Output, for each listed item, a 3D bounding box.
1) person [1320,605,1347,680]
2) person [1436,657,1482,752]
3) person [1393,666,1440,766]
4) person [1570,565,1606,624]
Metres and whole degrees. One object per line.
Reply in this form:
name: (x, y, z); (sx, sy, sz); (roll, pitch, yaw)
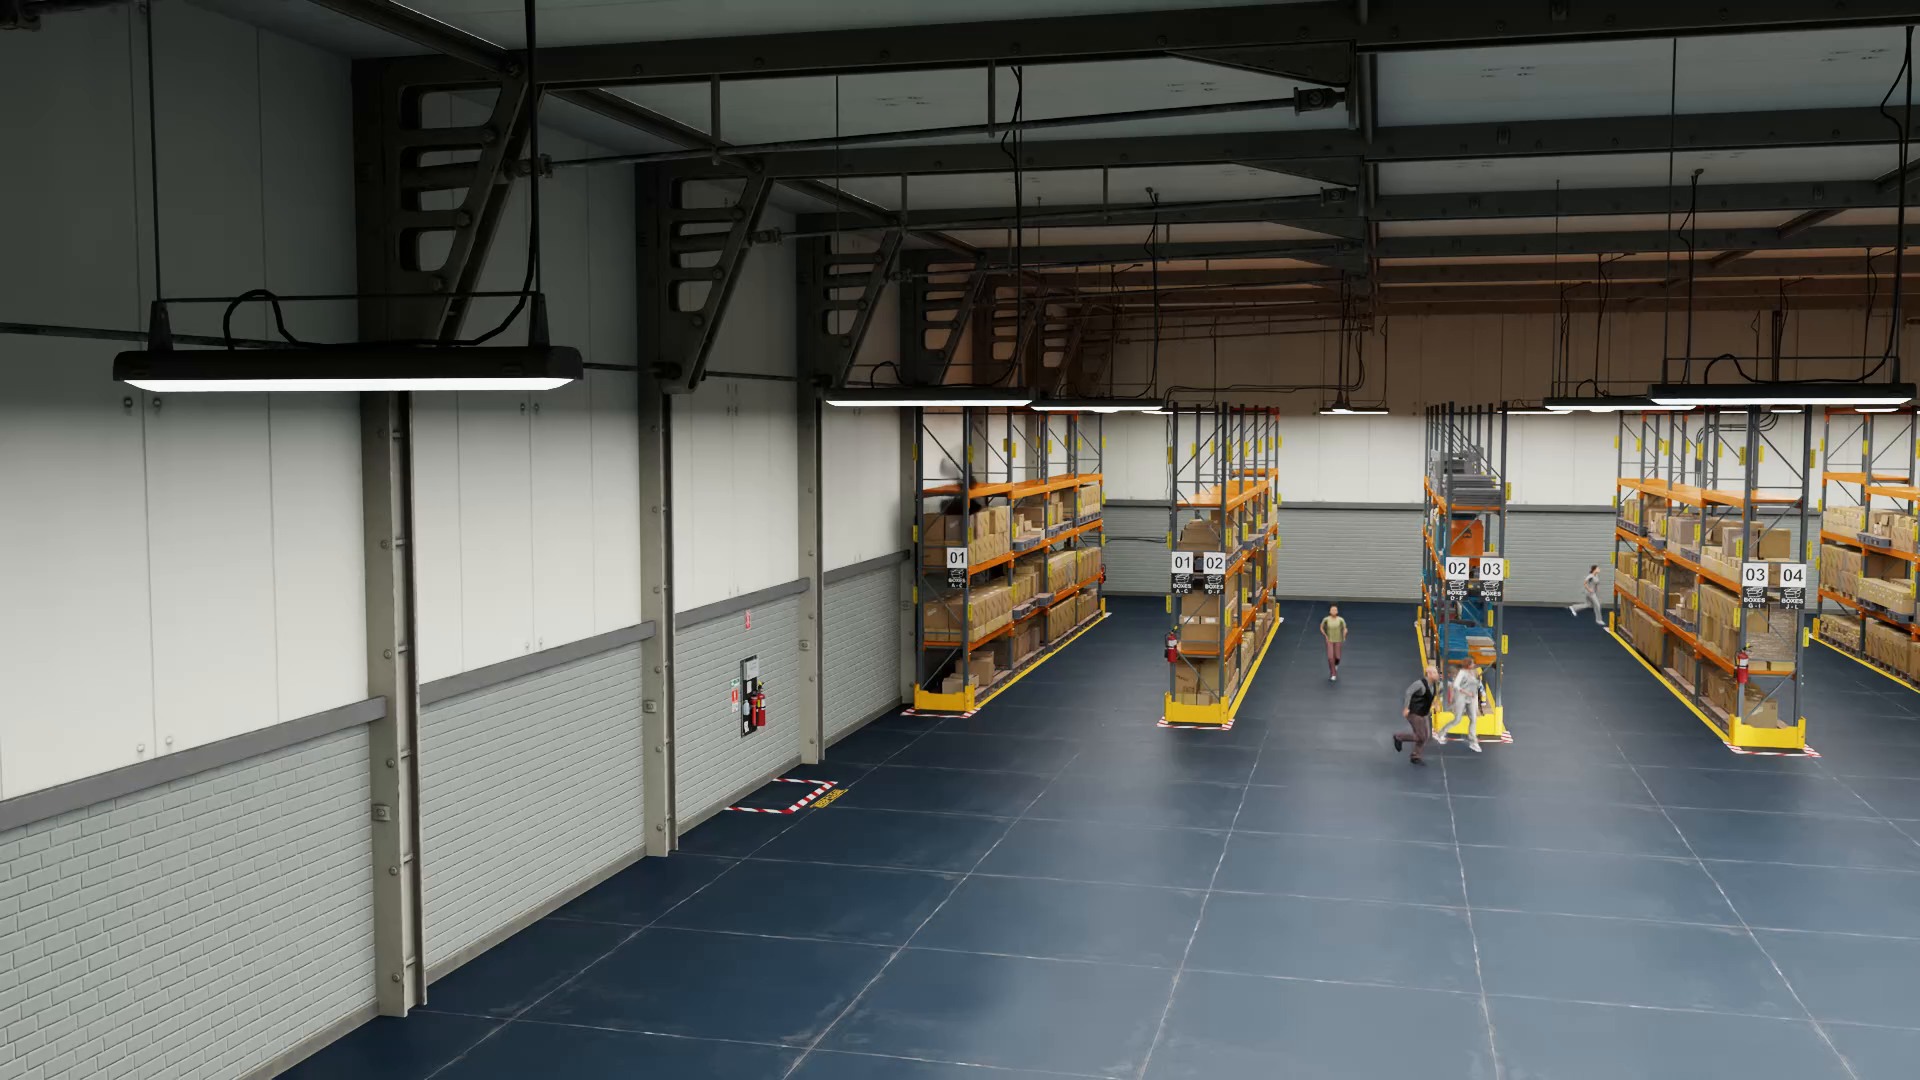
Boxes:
person: (8.176, 2.229, 36.423); (0.581, 1.633, 0.599); (1, 4, 10)
person: (8.731, 2.804, 28.690); (0.612, 1.578, 0.860); (-3, 5, -37)
person: (7.547, 2.887, 27.504); (0.757, 1.659, 0.653); (3, 5, 39)
person: (17.474, 1.508, 46.251); (1.006, 1.661, 0.564); (3, 5, 38)
